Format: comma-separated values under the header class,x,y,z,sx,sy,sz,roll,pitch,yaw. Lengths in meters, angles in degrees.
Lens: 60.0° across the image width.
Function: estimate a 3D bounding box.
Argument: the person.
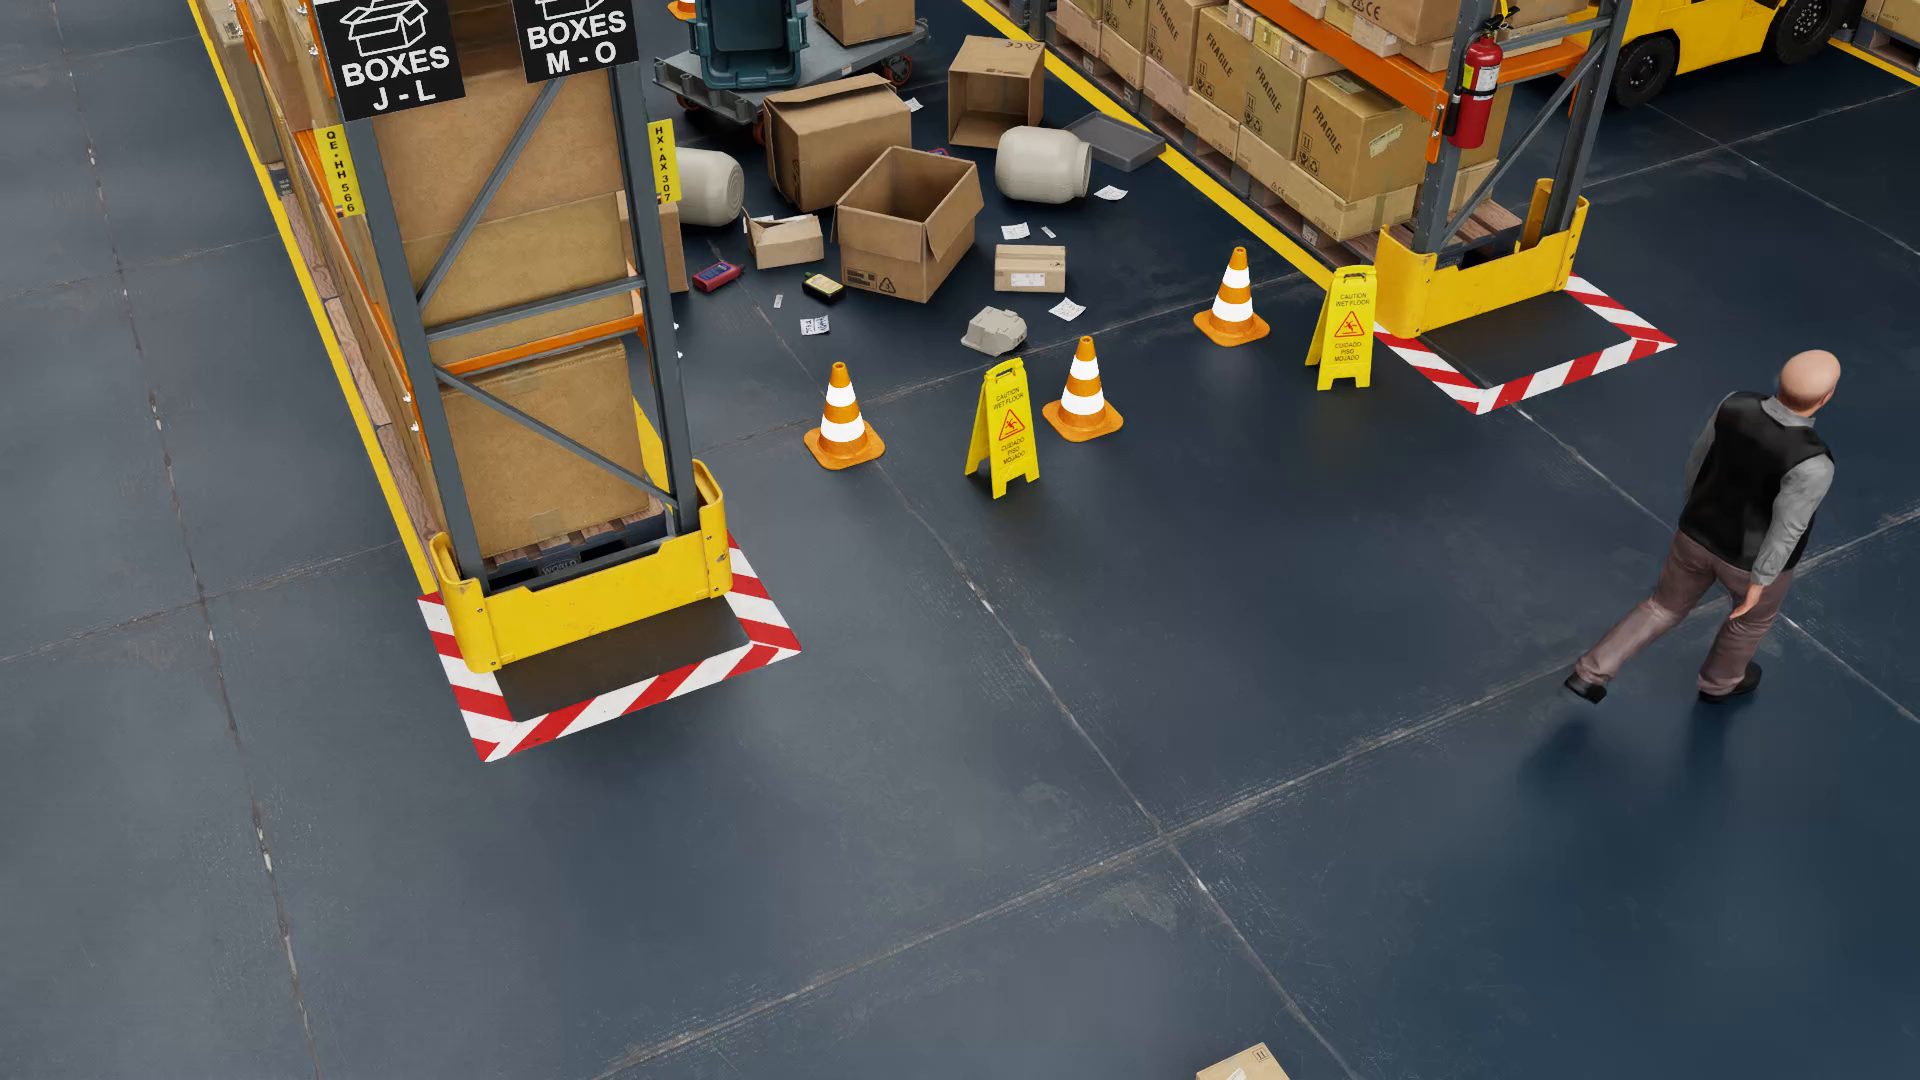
class,x,y,z,sx,sy,sz,roll,pitch,yaw
person,2.810,0.016,6.158,0.926,1.687,0.548,-21,45,-22
